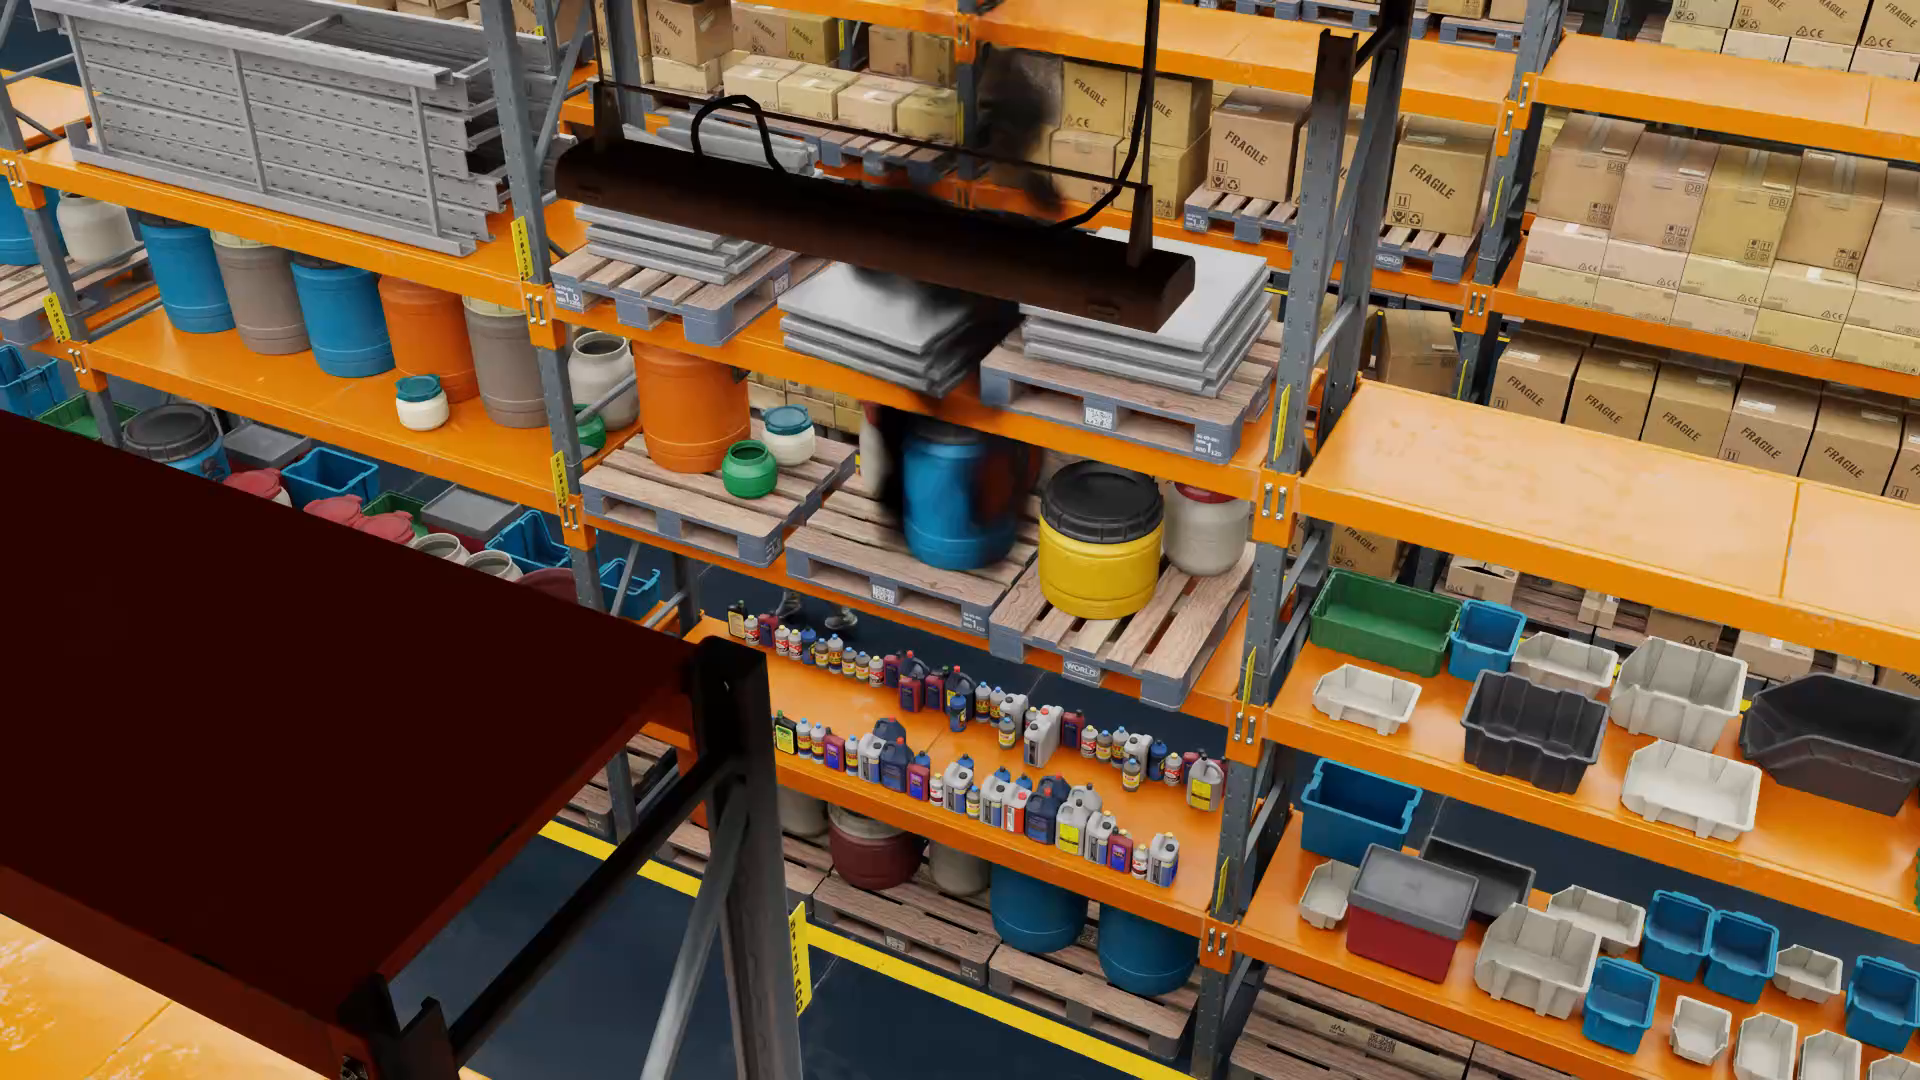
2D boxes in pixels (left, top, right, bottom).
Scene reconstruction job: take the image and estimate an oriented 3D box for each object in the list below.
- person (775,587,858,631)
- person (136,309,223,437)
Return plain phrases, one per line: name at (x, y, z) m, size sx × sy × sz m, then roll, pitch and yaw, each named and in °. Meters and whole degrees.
person at (-1.149, -0.009, 12.421) m, size 0.775 × 1.755 × 0.597 m, roll 8°, pitch 36°, yaw 12°
person at (-6.622, -1.290, 14.325) m, size 1.005 × 1.676 × 0.686 m, roll 20°, pitch 40°, yaw 26°
